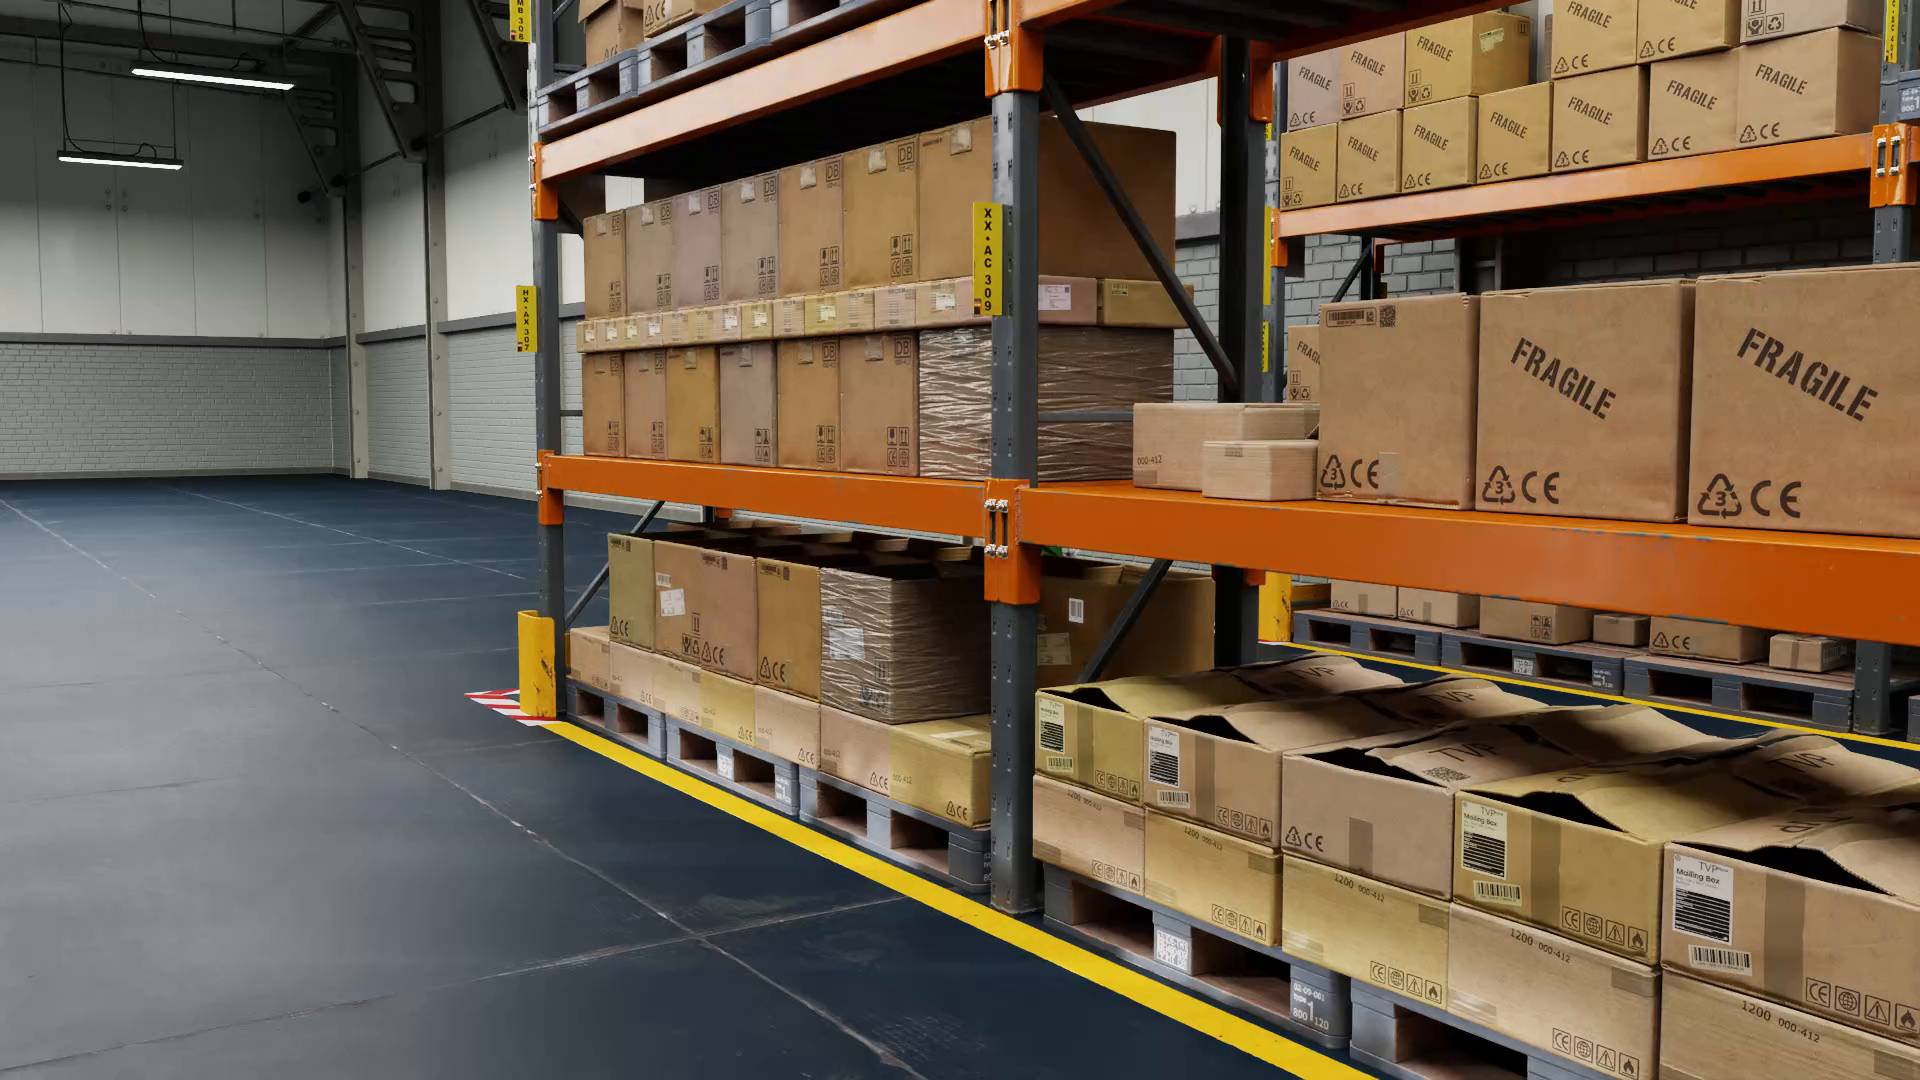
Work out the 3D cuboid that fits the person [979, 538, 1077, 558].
[{"bbox_3d":[0.341,-0.016,8.392,0.603,1.775,0.451,-3,6,-35],"label":"person"}]
